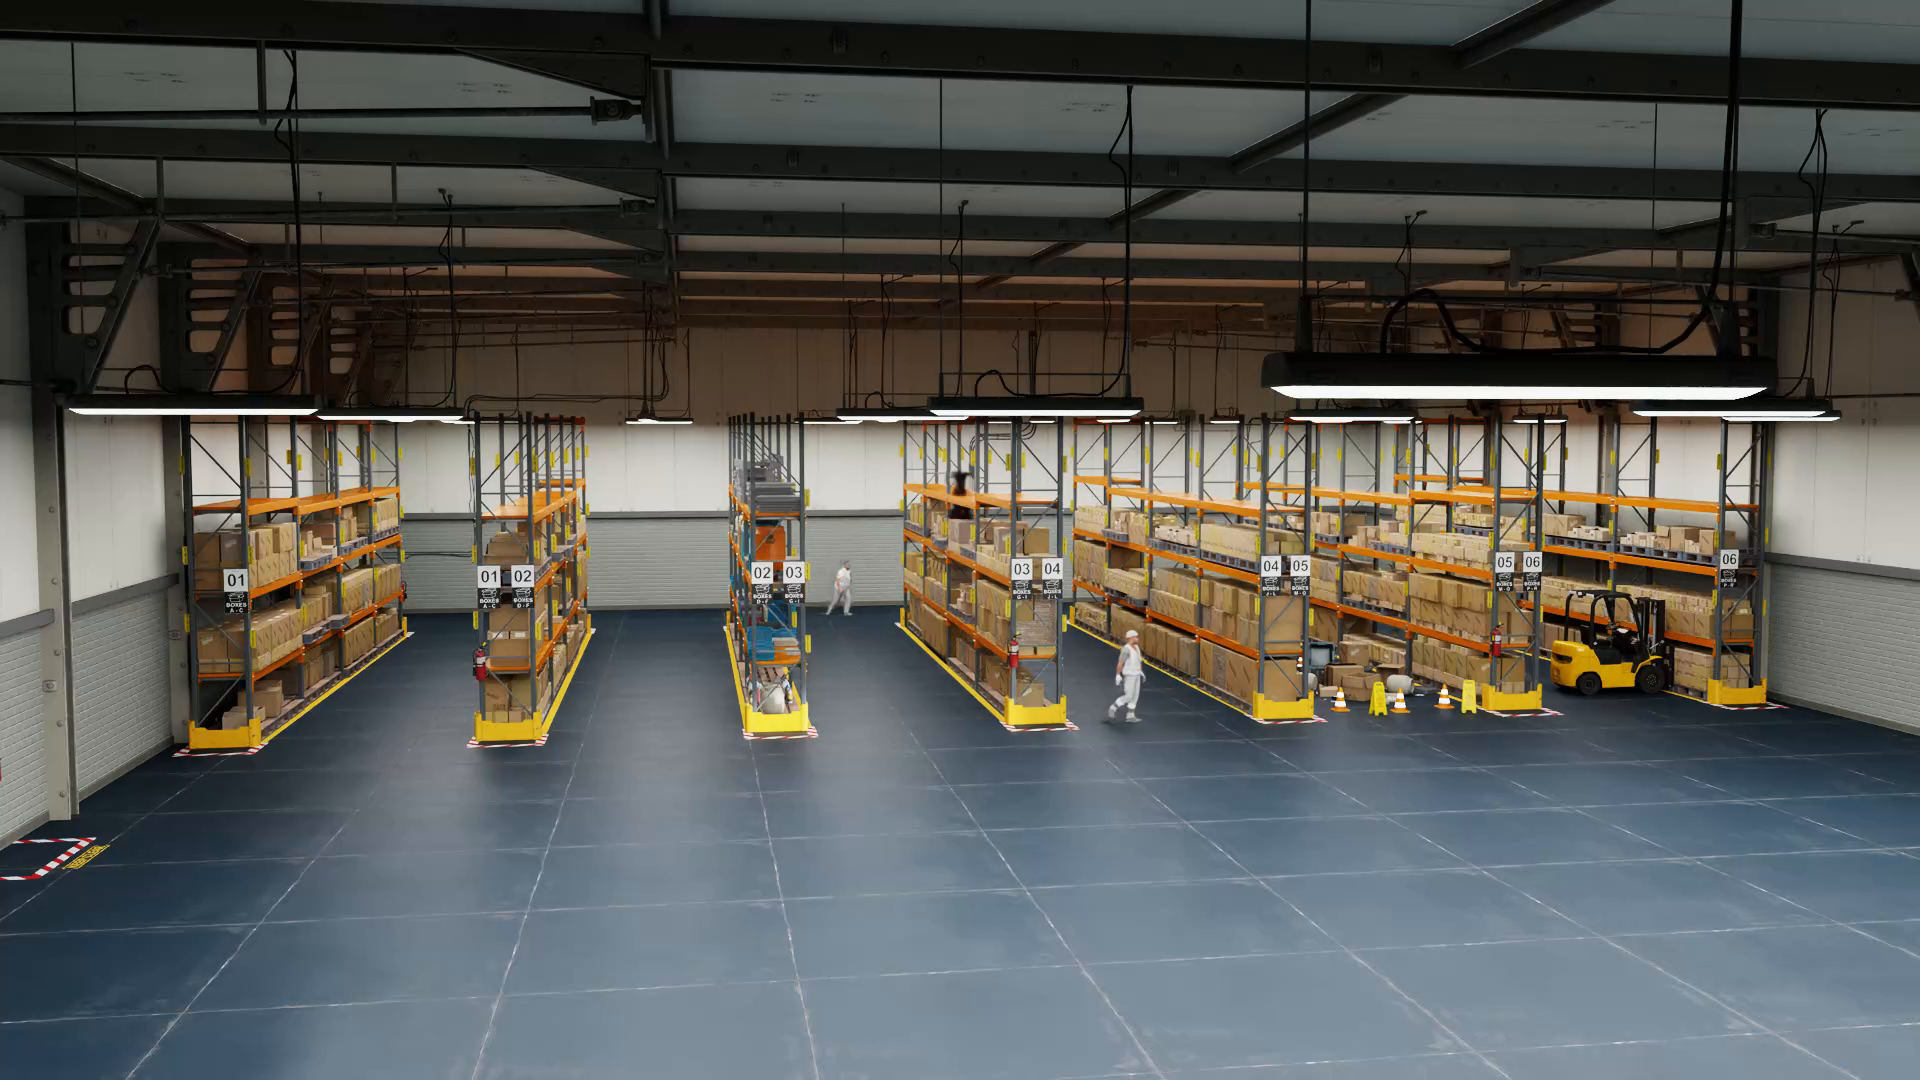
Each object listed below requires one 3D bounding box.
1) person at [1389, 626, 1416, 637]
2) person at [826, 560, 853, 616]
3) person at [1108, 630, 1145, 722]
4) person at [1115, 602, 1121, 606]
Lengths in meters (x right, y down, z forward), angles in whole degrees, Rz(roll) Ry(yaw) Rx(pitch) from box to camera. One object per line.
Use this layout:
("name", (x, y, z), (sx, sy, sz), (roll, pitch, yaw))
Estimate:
("person", (12.066, 1.783, 45.102), (0.647, 1.793, 0.942), (-2, 4, -28))
("person", (-3.623, 1.450, 50.489), (0.856, 1.688, 0.726), (3, 5, 33))
("person", (3.212, 2.639, 32.224), (0.589, 1.781, 0.699), (3, 5, 34))
("person", (4.980, 1.481, 49.913), (0.849, 1.710, 0.556), (-1, 4, -15))
